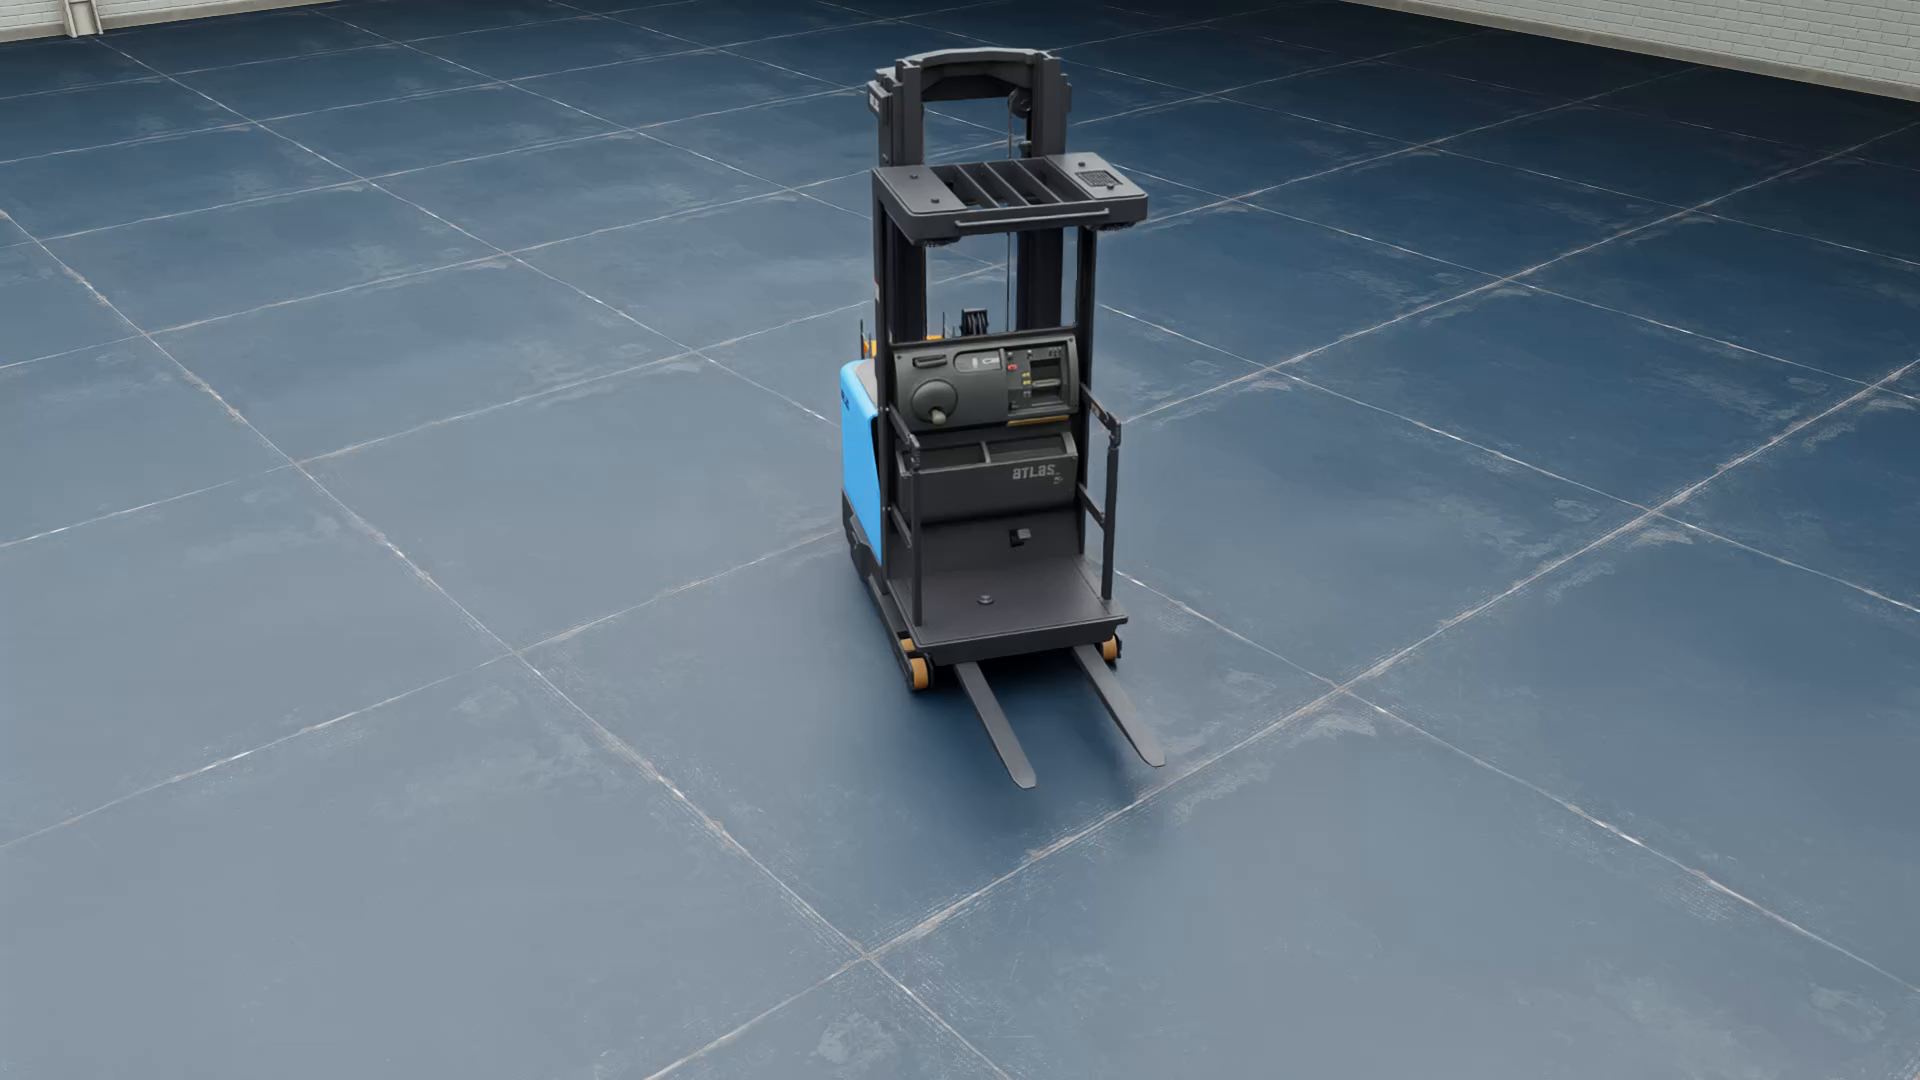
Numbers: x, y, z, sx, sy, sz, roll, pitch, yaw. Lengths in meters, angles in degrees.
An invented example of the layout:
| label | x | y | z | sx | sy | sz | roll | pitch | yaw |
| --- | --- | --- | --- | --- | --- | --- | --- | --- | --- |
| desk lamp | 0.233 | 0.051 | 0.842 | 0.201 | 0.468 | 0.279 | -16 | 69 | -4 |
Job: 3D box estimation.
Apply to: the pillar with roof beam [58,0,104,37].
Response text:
| label | x | y | z | sx | sy | sz | roll | pitch | yaw |
| --- | --- | --- | --- | --- | --- | --- | --- | --- | --- |
| pillar with roof beam | -9.131 | -9.324 | 17.649 | 0.400 | 9.000 | 9.100 | -22 | 35 | -35 |

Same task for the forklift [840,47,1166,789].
| label | x | y | z | sx | sy | sz | roll | pitch | yaw |
| --- | --- | --- | --- | --- | --- | --- | --- | --- | --- |
| forklift | 0.194 | -0.742 | 8.029 | 1.130 | 2.935 | 3.031 | -7 | 29 | -14 |

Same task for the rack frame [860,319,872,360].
| label | x | y | z | sx | sy | sz | roll | pitch | yaw |
| --- | --- | --- | --- | --- | --- | --- | --- | --- | --- |
| rack frame | -0.540 | -0.693 | 9.774 | 0.015 | 1.200 | 0.240 | -8 | 29 | -14 |

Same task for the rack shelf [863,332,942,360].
| label | x | y | z | sx | sy | sz | roll | pitch | yaw |
| --- | --- | --- | --- | --- | --- | --- | --- | --- | --- |
| rack shelf | -0.305 | -1.071 | 9.648 | 0.480 | 0.148 | 0.258 | -8 | 29 | -14 |

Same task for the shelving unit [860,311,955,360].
| label | x | y | z | sx | sy | sz | roll | pitch | yaw |
| --- | --- | --- | --- | --- | --- | --- | --- | --- | --- |
| shelving unit | -0.305 | -0.725 | 9.833 | 0.503 | 1.200 | 0.258 | -8 | 29 | -14 |

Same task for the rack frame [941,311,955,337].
| label | x | y | z | sx | sy | sz | roll | pitch | yaw |
| --- | --- | --- | --- | --- | --- | --- | --- | --- | --- |
| rack frame | -0.071 | -0.756 | 9.892 | 0.015 | 1.200 | 0.240 | -8 | 29 | -14 |
